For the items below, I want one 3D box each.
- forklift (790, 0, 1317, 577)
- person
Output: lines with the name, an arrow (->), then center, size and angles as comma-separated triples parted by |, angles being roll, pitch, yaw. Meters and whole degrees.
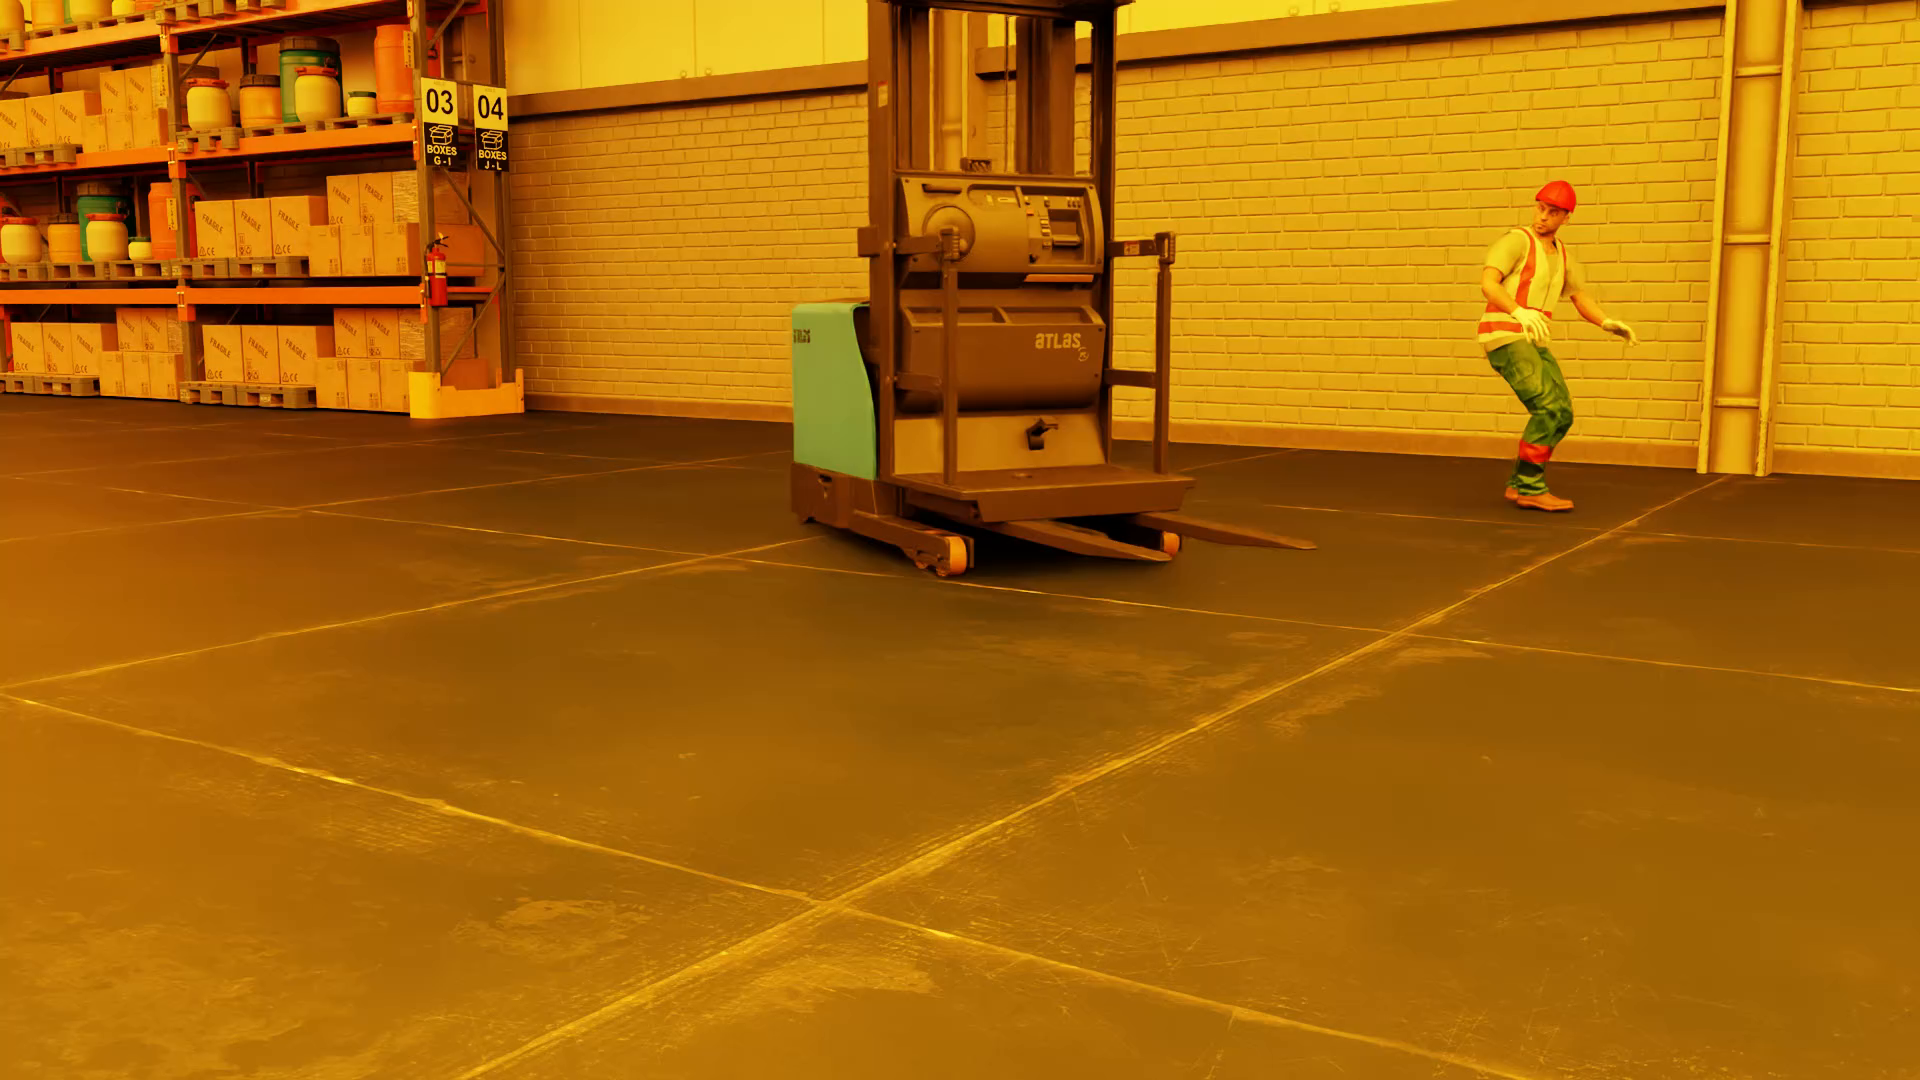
forklift -> 0.283, -1.374, 6.858 | 1.130, 2.935, 3.031 | -4, 9, -26
person -> 3.079, -0.997, 8.667 | 0.784, 1.722, 0.675 | -8, 11, -44
